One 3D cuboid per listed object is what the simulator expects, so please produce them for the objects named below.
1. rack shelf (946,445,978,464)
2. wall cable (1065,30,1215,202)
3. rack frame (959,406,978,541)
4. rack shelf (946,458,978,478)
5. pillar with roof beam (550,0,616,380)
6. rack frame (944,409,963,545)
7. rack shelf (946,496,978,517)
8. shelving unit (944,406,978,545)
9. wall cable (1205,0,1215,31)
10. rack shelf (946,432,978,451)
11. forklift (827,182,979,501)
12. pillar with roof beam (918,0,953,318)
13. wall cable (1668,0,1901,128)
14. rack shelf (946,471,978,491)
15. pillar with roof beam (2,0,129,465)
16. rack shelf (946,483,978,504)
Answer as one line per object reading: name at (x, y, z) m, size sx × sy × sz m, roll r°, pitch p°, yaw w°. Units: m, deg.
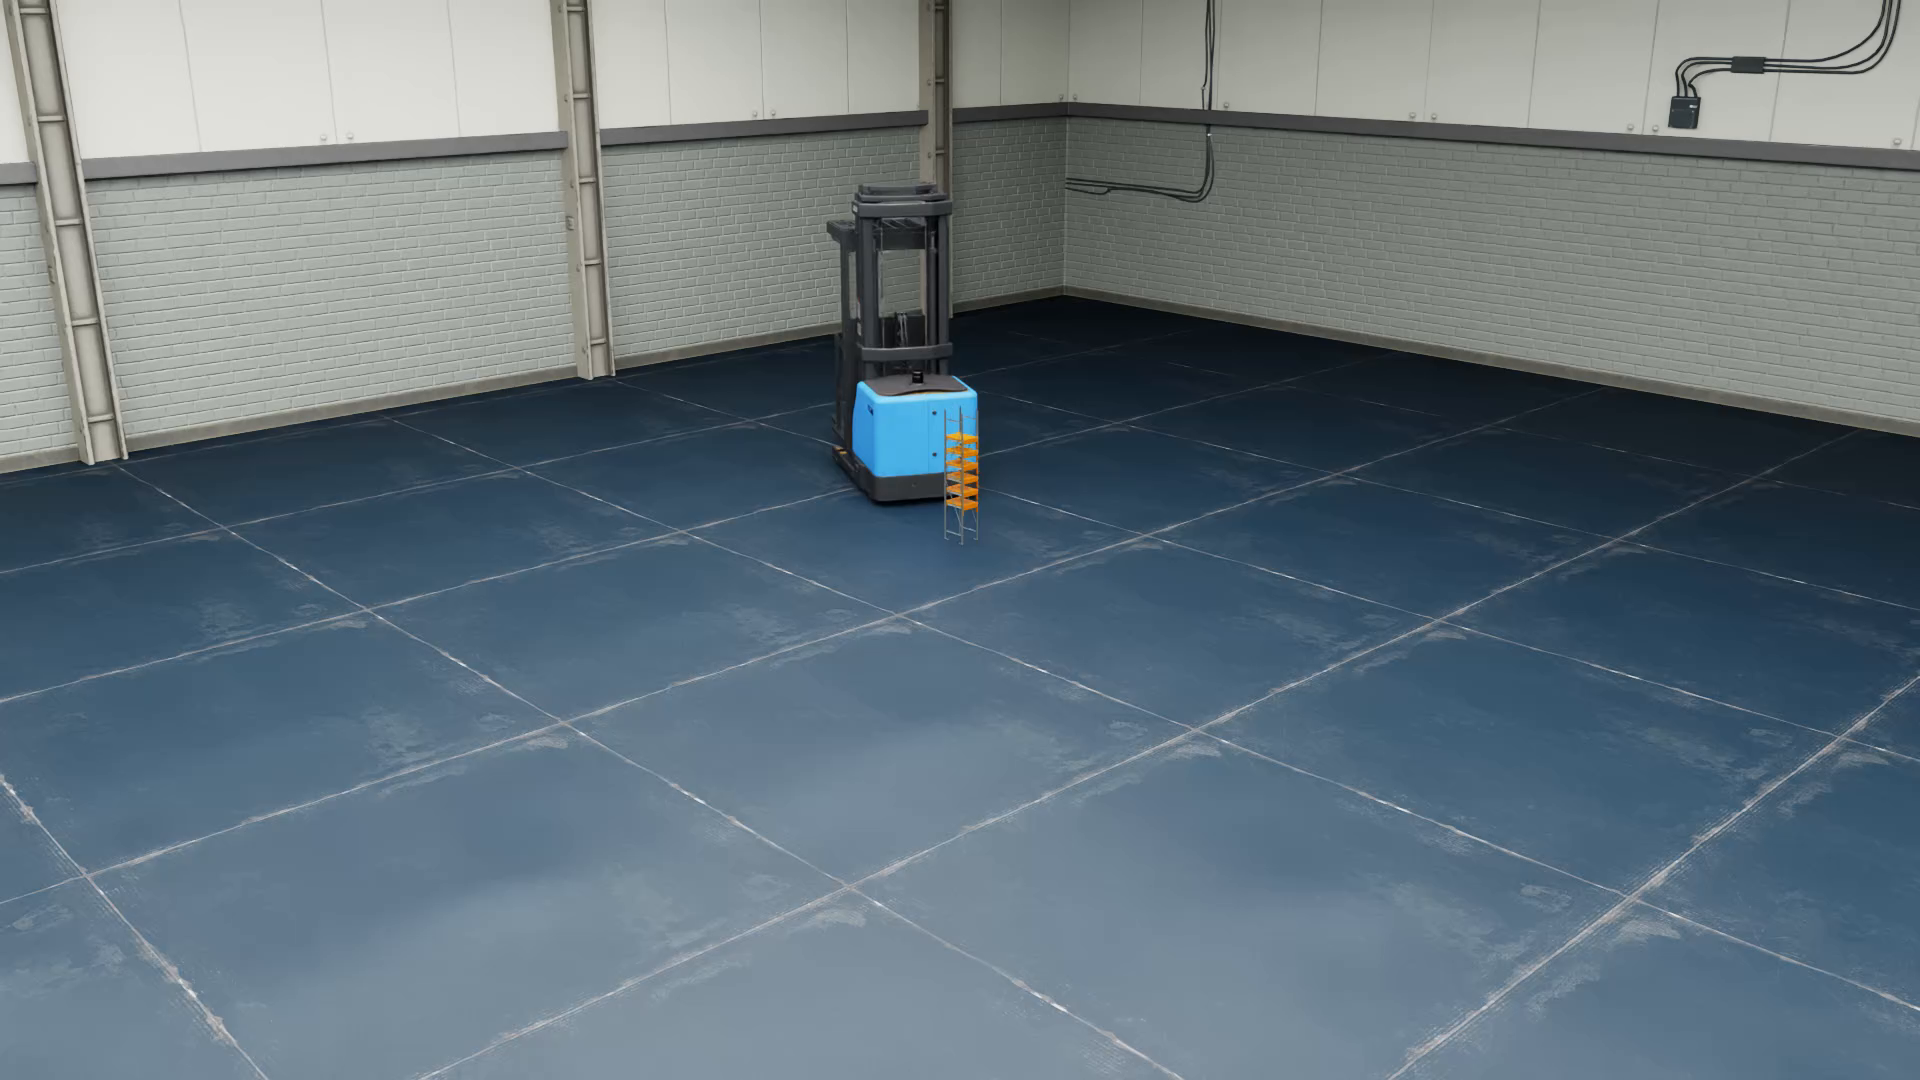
rack shelf at (0.011, -0.760, 14.749) m, size 0.180 × 0.103 × 0.258 m, roll -16°, pitch 24°, yaw -41°
wall cable at (2.693, -6.534, 25.580) m, size 0.112 × 2.526 × 3.097 m, roll -16°, pitch 24°, yaw -41°
rack frame at (0.077, -0.593, 14.869) m, size 0.006 × 1.200 × 0.240 m, roll -16°, pitch 24°, yaw -41°
rack shelf at (0.011, -0.646, 14.786) m, size 0.180 × 0.103 × 0.258 m, roll -16°, pitch 24°, yaw -41°
pillar with roof beam at (-1.758, -5.447, 17.193) m, size 0.400 × 9.000 × 9.100 m, roll -16°, pitch 24°, yaw -41°
rack frame at (-0.056, -0.554, 14.749) m, size 0.006 × 1.200 × 0.240 m, roll -16°, pitch 24°, yaw -41°
rack shelf at (0.011, -0.303, 14.897) m, size 0.180 × 0.103 × 0.258 m, roll -16°, pitch 24°, yaw -41°
shelving unit at (0.011, -0.574, 14.809) m, size 0.189 × 1.200 × 0.258 m, roll -16°, pitch 24°, yaw -41°
wall cable at (4.552, -8.330, 22.931) m, size 0.112 × 2.526 × 3.097 m, roll -16°, pitch 24°, yaw -41°
rack shelf at (0.011, -0.874, 14.712) m, size 0.180 × 0.103 × 0.258 m, roll -16°, pitch 24°, yaw -41°
forklift at (-0.717, -2.180, 16.957) m, size 1.130 × 2.935 × 3.031 m, roll -5°, pitch 19°, yaw -15°
pillar with roof beam at (2.602, -6.718, 21.114) m, size 0.400 × 9.000 × 9.100 m, roll -16°, pitch 24°, yaw -41°
wall cable at (9.204, -7.498, 18.005) m, size 0.169 × 6.003 × 2.305 m, roll -16°, pitch 24°, yaw -41°
rack shelf at (0.011, -0.532, 14.823) m, size 0.180 × 0.103 × 0.258 m, roll -16°, pitch 24°, yaw -41°
pillar with roof beam at (-6.117, -4.175, 13.272) m, size 0.400 × 9.000 × 9.100 m, roll -16°, pitch 24°, yaw -41°
rack shelf at (0.011, -0.417, 14.860) m, size 0.180 × 0.103 × 0.258 m, roll -16°, pitch 24°, yaw -41°
